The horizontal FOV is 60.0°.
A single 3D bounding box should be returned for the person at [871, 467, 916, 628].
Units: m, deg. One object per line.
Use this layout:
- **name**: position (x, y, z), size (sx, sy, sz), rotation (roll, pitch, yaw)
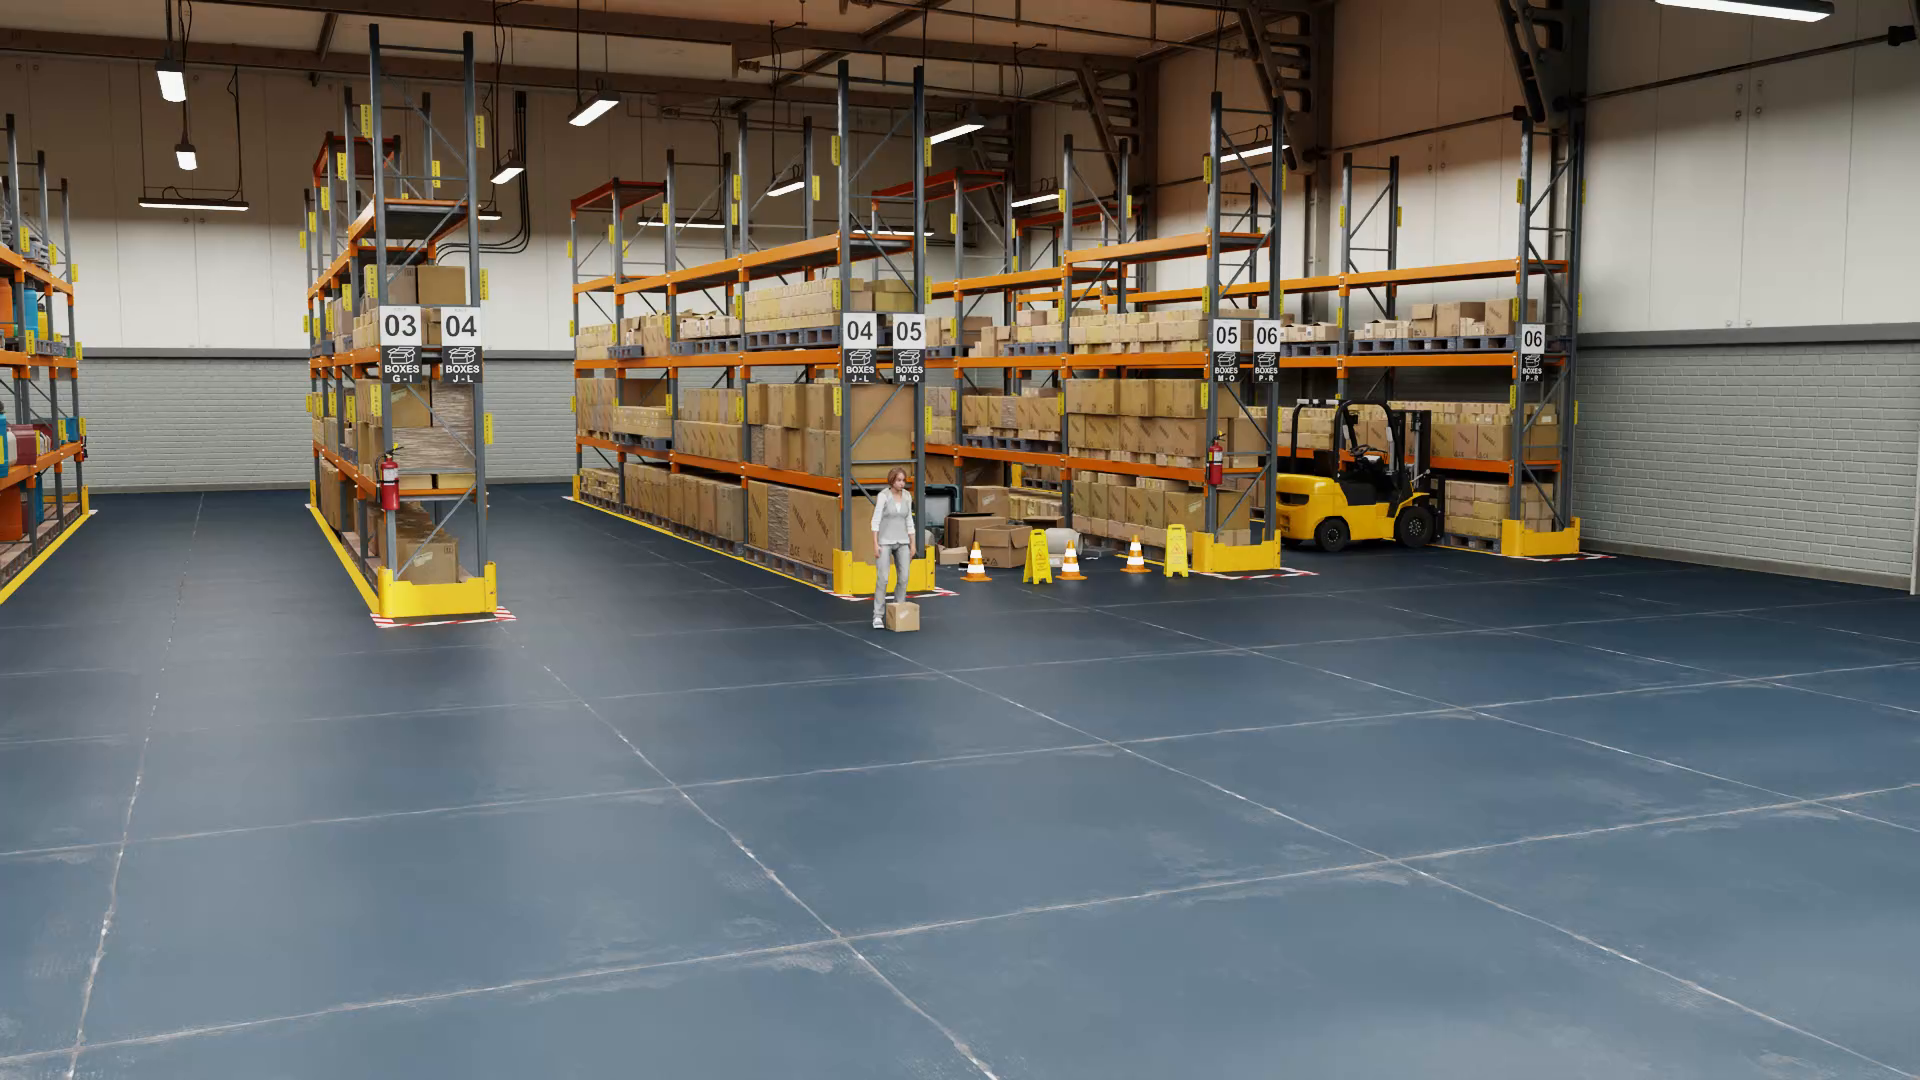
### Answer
- **person**: position (-0.665, 0.066, 16.536), size (0.485, 1.593, 0.342), rotation (-3, 6, -27)
